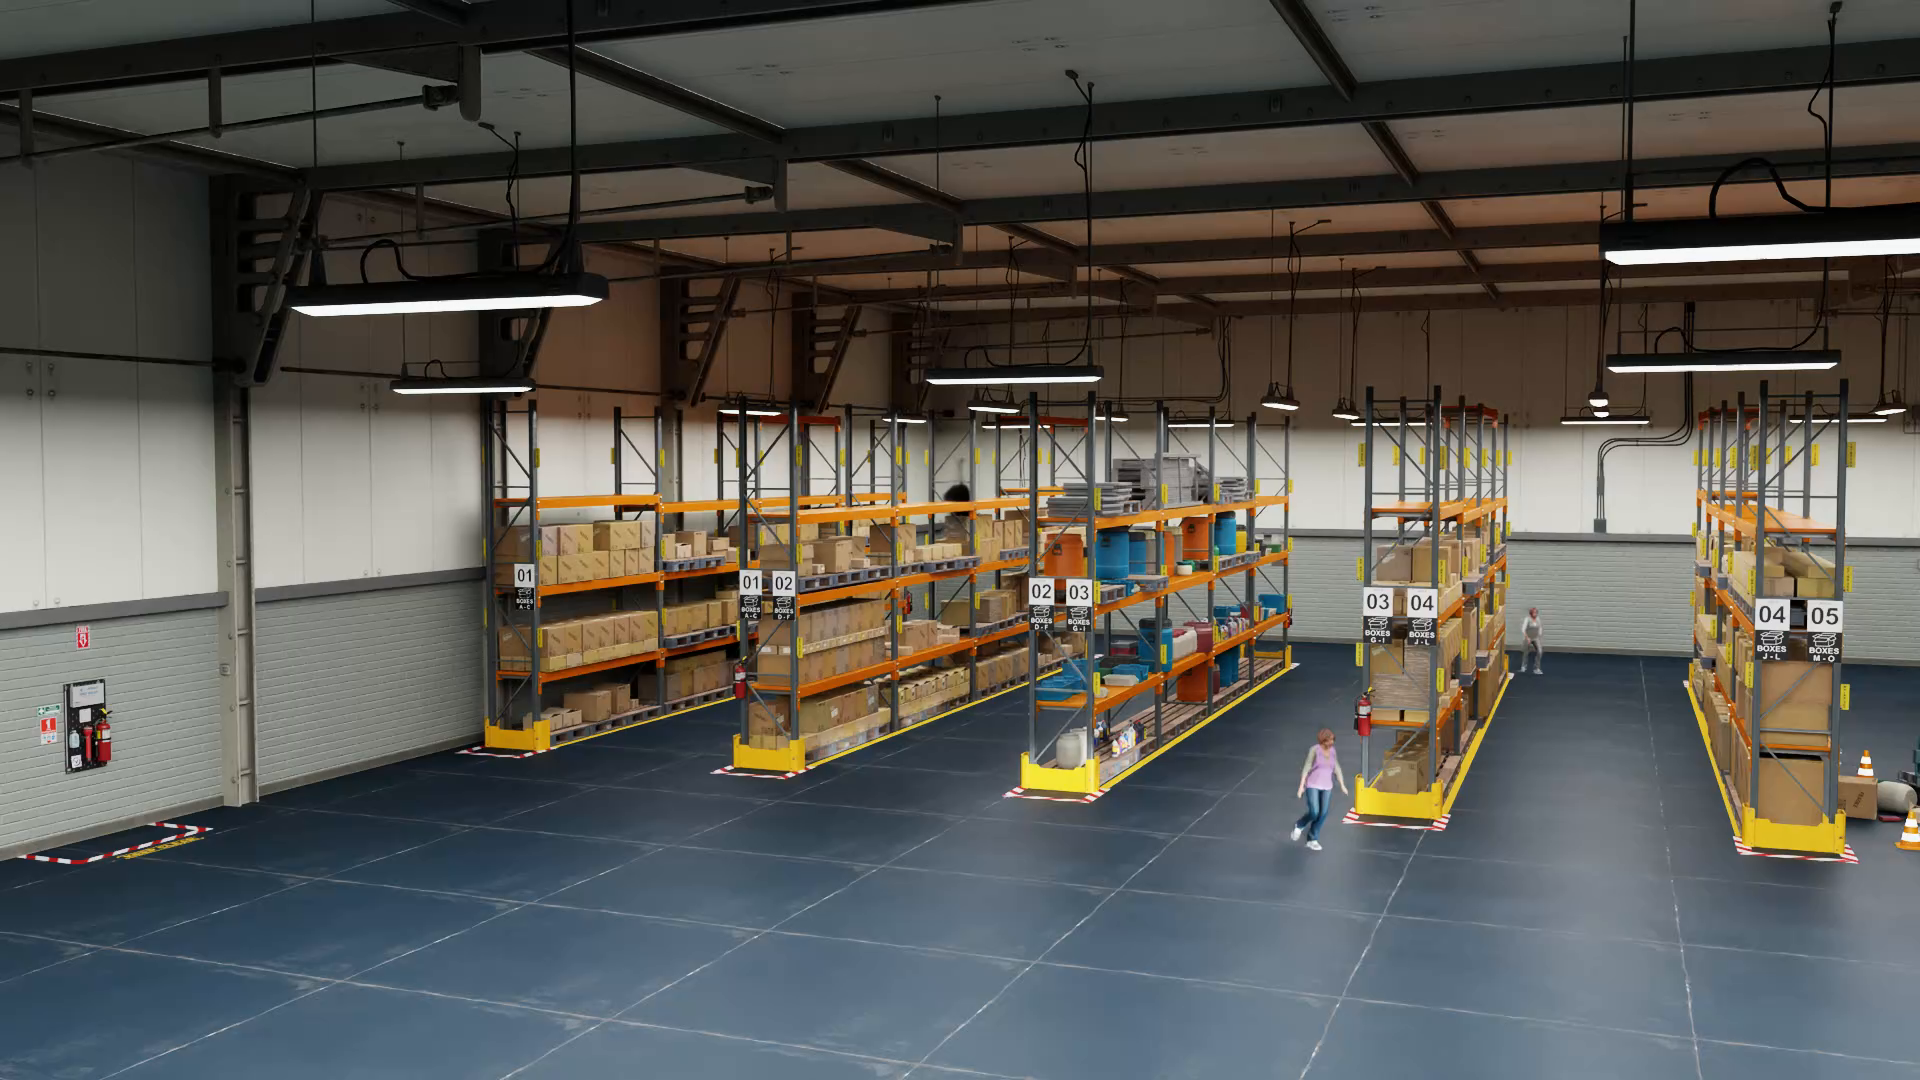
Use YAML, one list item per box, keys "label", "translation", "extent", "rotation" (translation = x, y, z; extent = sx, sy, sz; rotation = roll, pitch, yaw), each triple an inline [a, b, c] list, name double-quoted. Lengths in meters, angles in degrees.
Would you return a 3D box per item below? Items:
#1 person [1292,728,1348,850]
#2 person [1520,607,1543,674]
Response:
- label: "person"
  translation: [4.581, 3.169, 21.237]
  extent: [0.570, 1.562, 0.547]
  rotation: [-1, 3, -21]
- label: "person"
  translation: [13.268, 2.318, 38.607]
  extent: [0.524, 1.539, 0.678]
  rotation: [0, 3, 3]
